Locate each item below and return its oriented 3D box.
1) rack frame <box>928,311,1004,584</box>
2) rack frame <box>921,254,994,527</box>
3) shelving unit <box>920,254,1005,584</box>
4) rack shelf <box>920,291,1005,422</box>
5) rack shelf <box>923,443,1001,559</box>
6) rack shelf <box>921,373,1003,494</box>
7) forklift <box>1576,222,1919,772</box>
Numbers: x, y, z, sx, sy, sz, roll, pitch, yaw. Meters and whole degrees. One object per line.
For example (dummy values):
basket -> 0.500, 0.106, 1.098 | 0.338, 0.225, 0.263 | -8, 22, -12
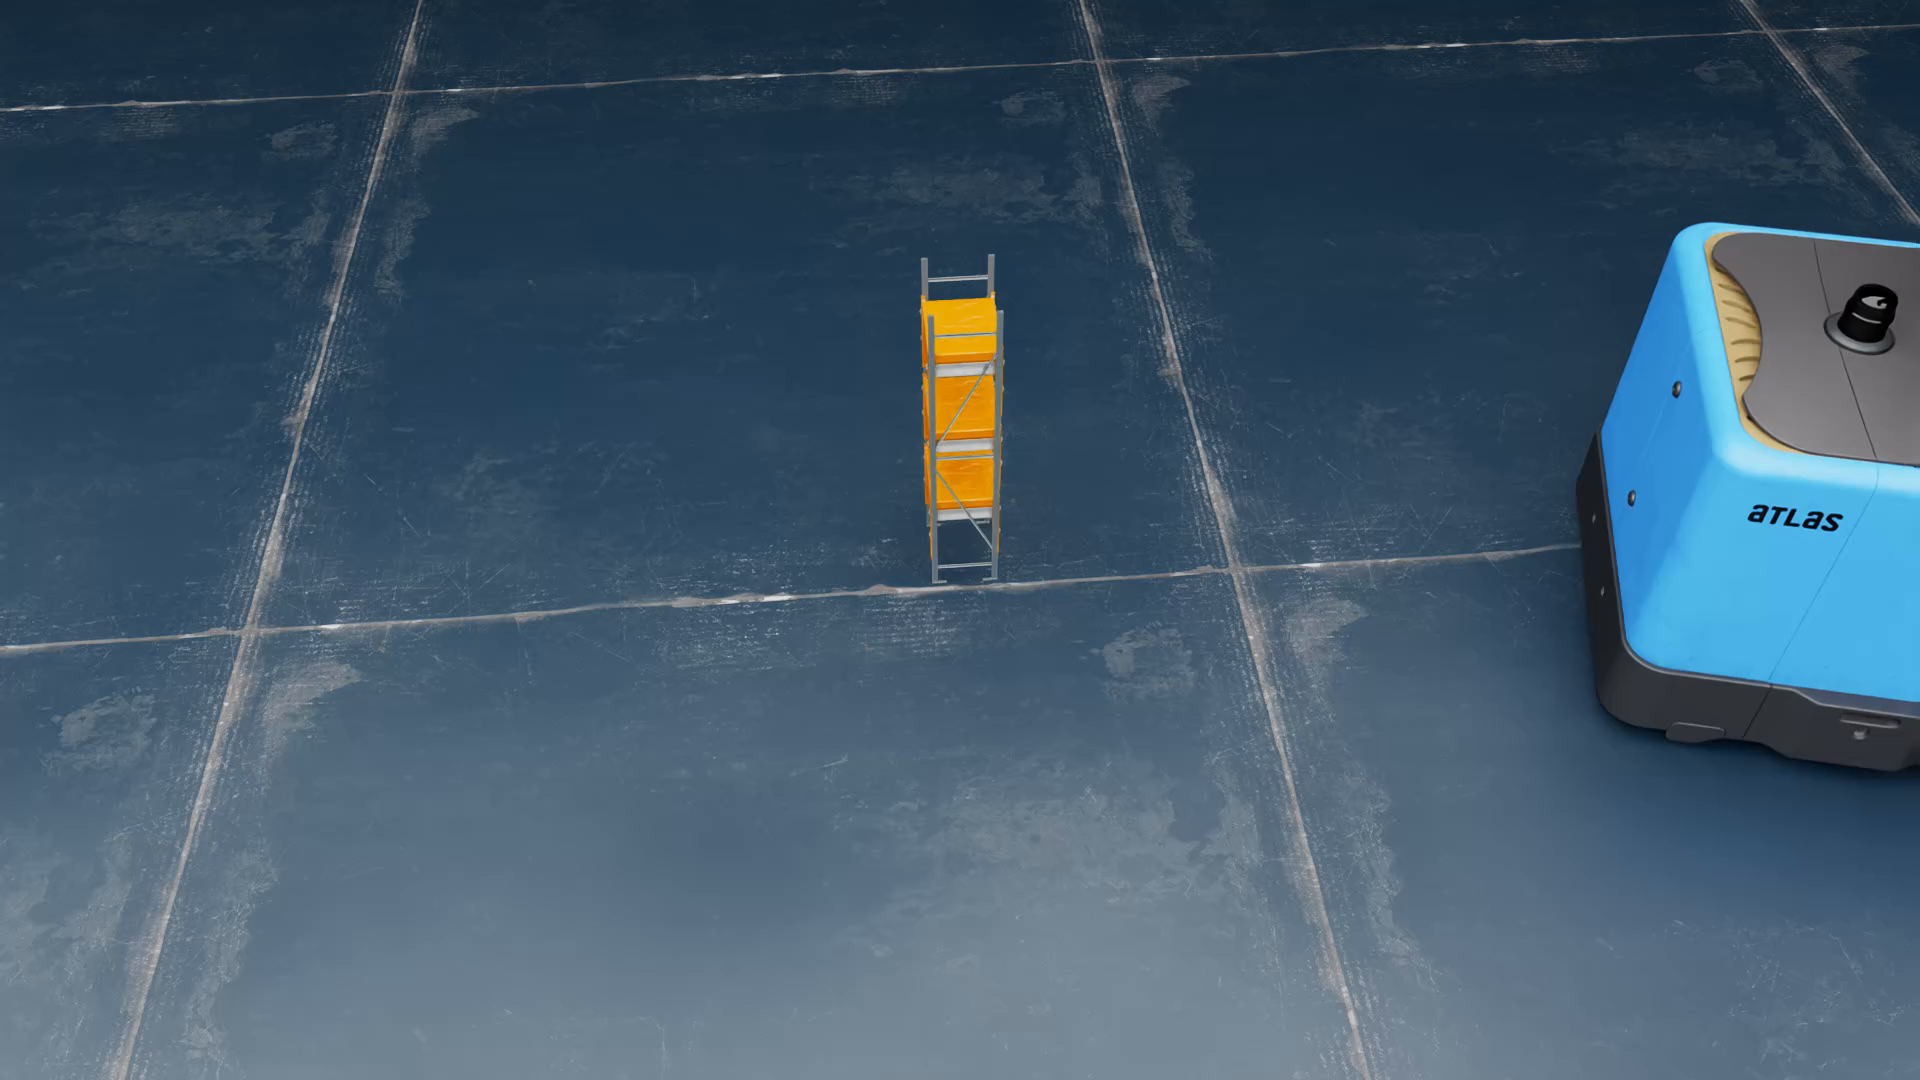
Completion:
rack frame -> 0.015, -0.234, 4.749 | 0.200, 1.050, 0.008 | -3, 47, -3
rack frame -> -0.006, -0.411, 4.916 | 0.200, 1.050, 0.008 | -3, 47, -3
shelving unit -> 0.004, -0.322, 4.832 | 0.215, 1.050, 0.252 | -3, 47, -3
rack shelf -> 0.004, -0.510, 4.634 | 0.215, 0.259, 0.240 | -3, 47, -3
rack shelf -> 0.004, -0.124, 5.042 | 0.215, 0.259, 0.240 | -3, 47, -3
rack shelf -> 0.004, -0.315, 4.840 | 0.215, 0.259, 0.240 | -3, 47, -3
forklift -> 3.382, -0.629, 3.827 | 3.031, 2.935, 1.130 | 7, 47, 7
